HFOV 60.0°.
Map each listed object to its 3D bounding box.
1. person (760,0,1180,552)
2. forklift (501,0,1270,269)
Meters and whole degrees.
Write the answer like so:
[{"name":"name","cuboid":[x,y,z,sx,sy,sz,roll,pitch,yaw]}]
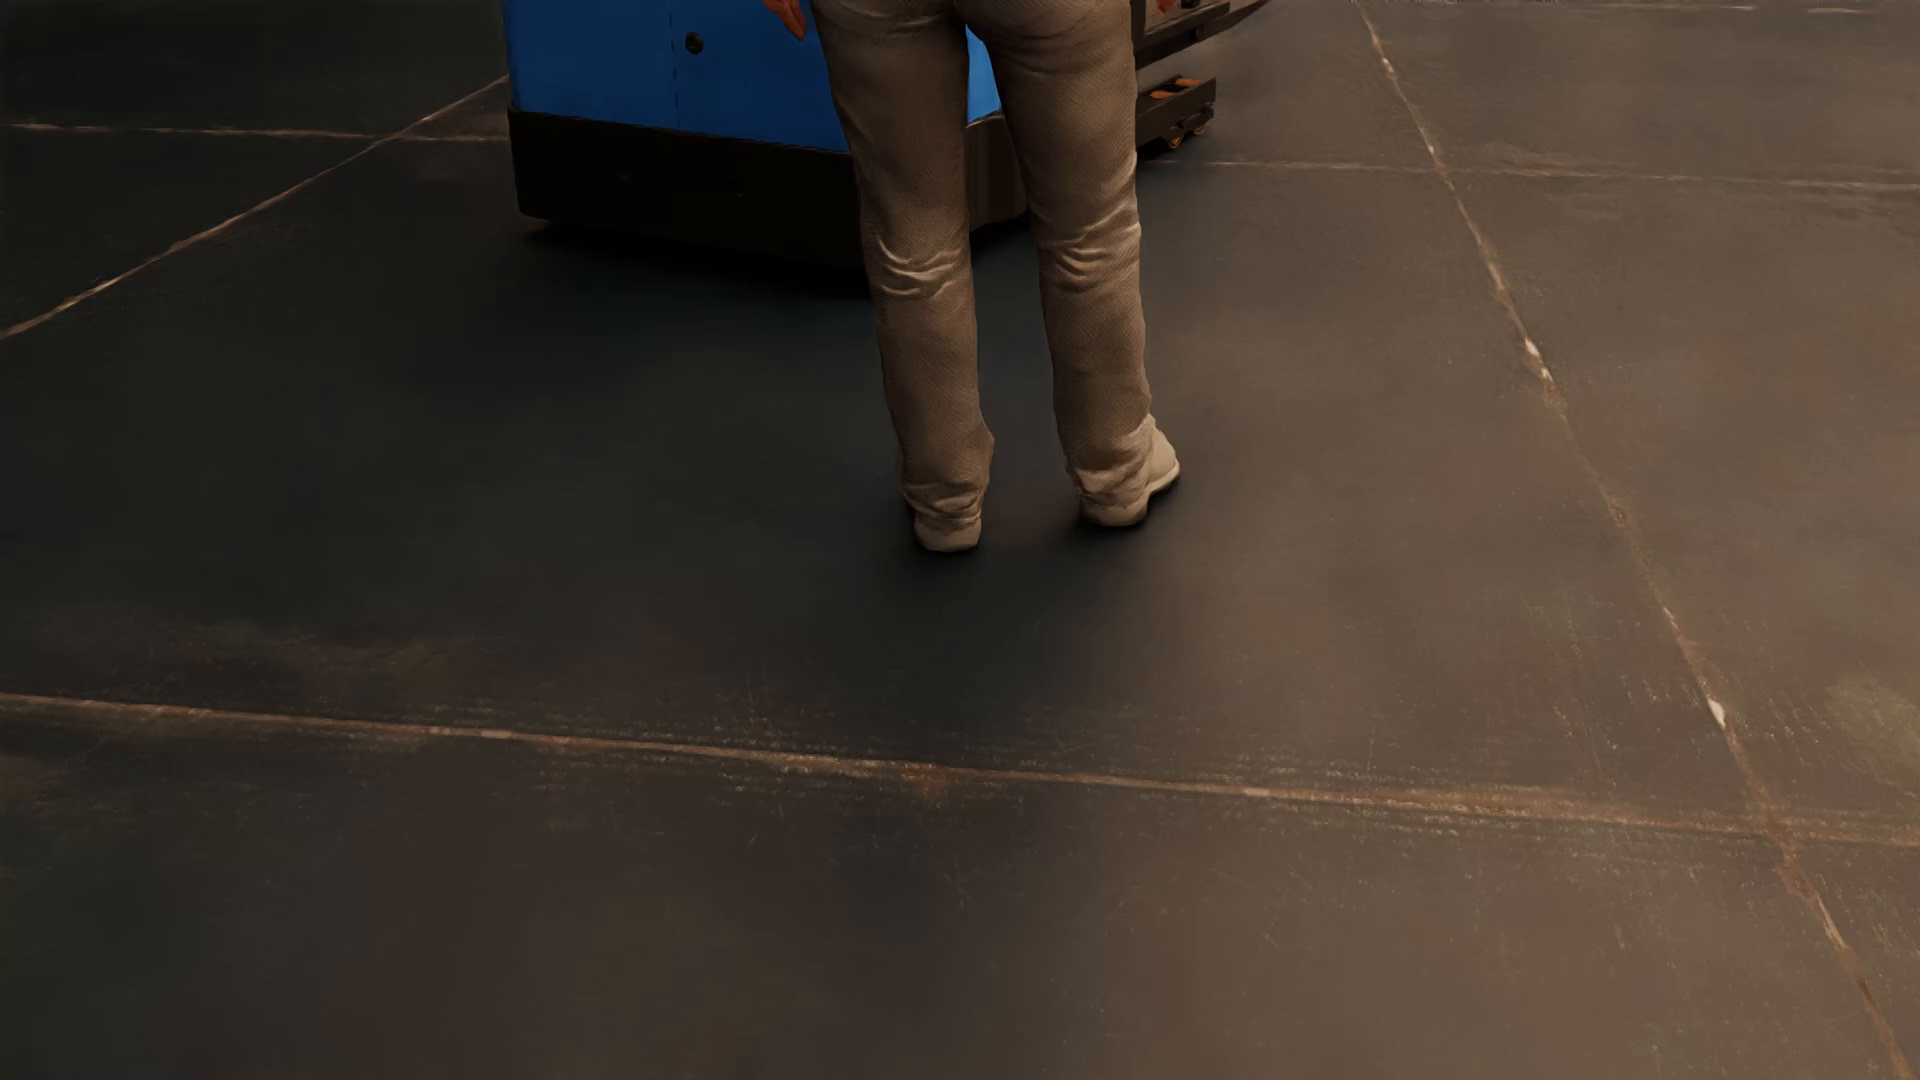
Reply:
[{"name":"person","cuboid":[0.016,-0.825,2.156,0.632,1.768,0.567,3,27,7]},{"name":"forklift","cuboid":[0.096,-2.501,4.230,1.130,2.935,3.031,13,29,24]}]
